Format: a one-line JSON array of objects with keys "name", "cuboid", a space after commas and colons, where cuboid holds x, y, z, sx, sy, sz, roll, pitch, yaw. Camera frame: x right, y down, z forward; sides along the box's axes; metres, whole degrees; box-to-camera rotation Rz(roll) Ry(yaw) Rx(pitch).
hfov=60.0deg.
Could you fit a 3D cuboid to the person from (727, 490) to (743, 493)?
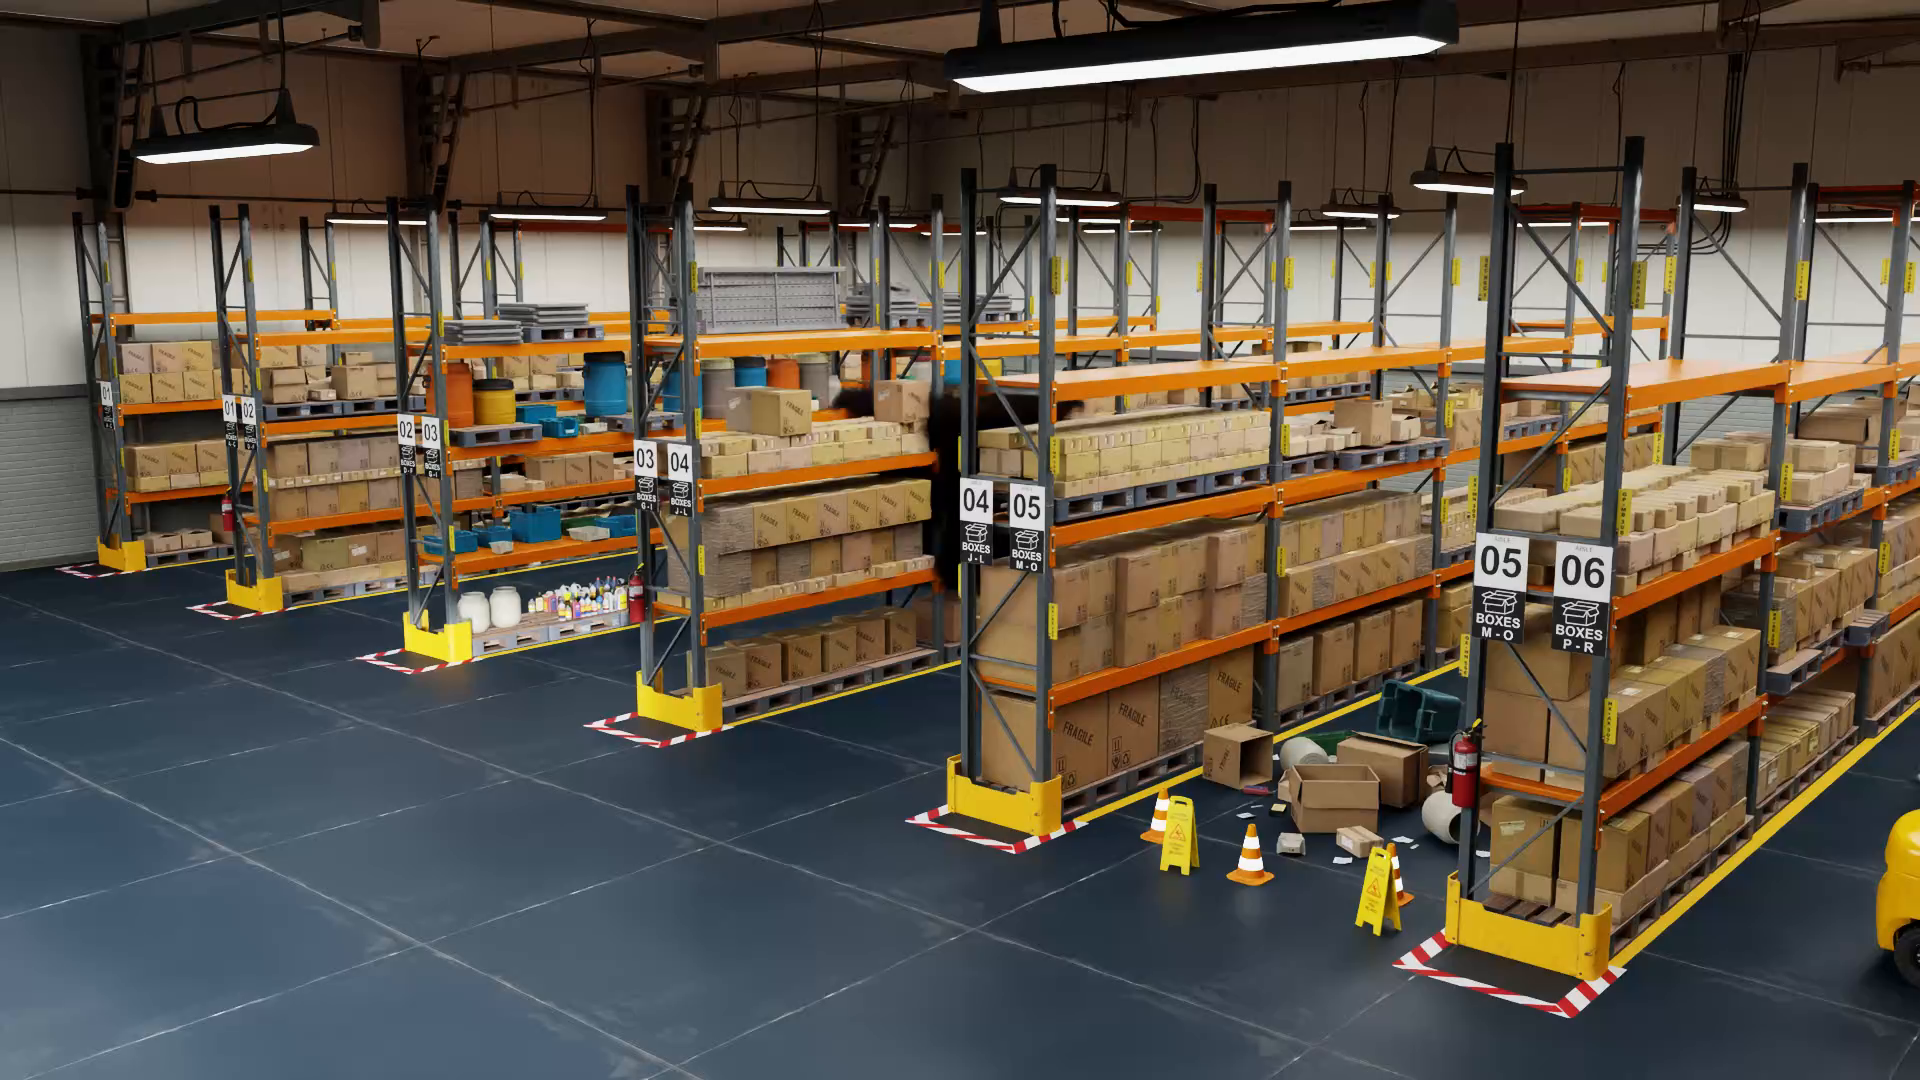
[{"name": "person", "cuboid": [-3.264, 0.065, 23.842, 0.407, 1.833, 0.580, -2, 10, -14]}]
